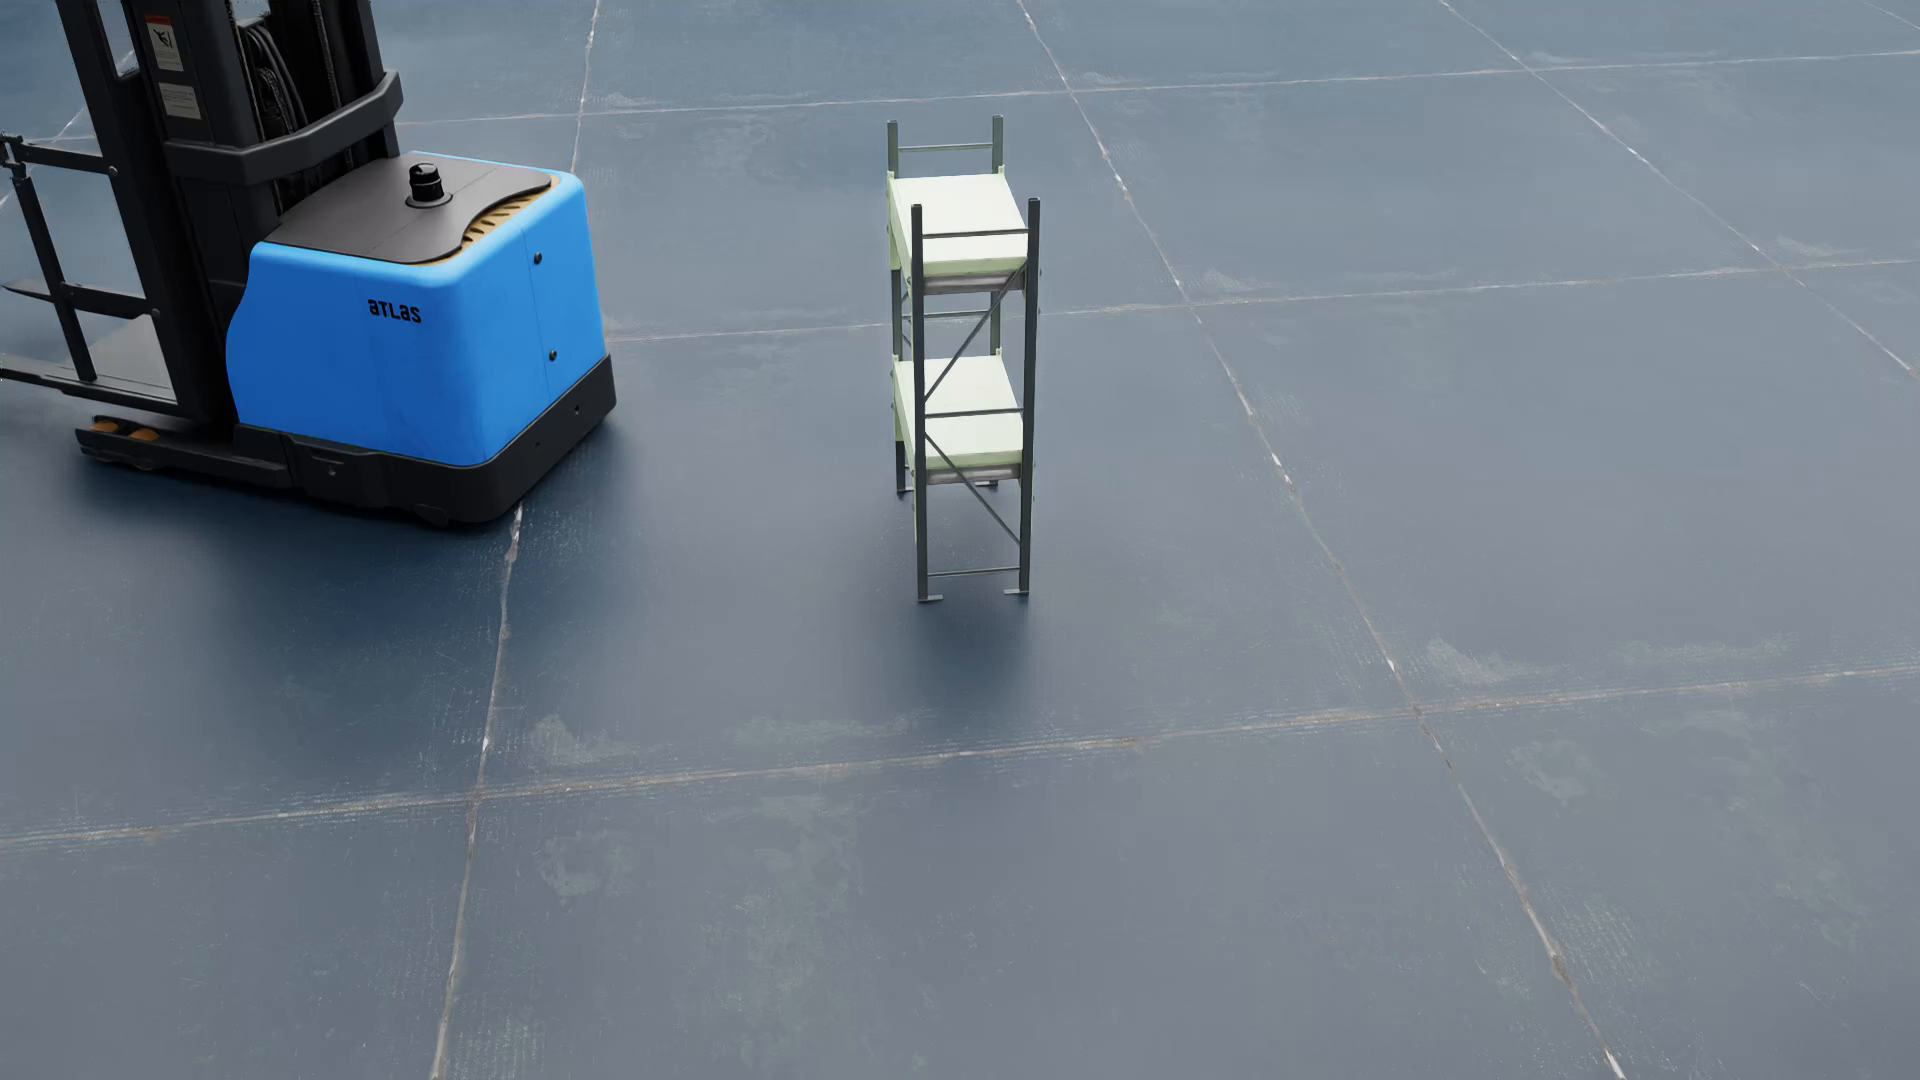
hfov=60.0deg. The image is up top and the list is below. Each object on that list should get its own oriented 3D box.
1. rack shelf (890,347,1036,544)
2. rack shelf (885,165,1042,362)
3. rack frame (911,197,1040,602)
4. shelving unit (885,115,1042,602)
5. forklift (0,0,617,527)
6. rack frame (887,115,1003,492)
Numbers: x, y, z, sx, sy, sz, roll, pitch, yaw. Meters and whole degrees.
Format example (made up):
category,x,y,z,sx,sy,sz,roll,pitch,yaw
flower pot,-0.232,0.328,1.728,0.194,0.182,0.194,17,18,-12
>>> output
category,x,y,z,sx,sy,sz,roll,pitch,yaw
rack shelf,-0.001,-0.354,6.017,0.431,0.370,0.720,-4,35,-6
rack shelf,-0.001,-0.946,5.613,0.431,0.370,0.720,-4,35,-6
rack frame,0.048,-0.419,5.533,0.400,1.500,0.023,-4,35,-6
shelving unit,-0.001,-0.623,5.833,0.431,1.500,0.755,-4,35,-6
forklift,-3.012,-1.757,6.226,3.031,2.935,1.130,11,36,16
rack frame,-0.050,-0.828,6.133,0.400,1.500,0.023,-4,35,-6
